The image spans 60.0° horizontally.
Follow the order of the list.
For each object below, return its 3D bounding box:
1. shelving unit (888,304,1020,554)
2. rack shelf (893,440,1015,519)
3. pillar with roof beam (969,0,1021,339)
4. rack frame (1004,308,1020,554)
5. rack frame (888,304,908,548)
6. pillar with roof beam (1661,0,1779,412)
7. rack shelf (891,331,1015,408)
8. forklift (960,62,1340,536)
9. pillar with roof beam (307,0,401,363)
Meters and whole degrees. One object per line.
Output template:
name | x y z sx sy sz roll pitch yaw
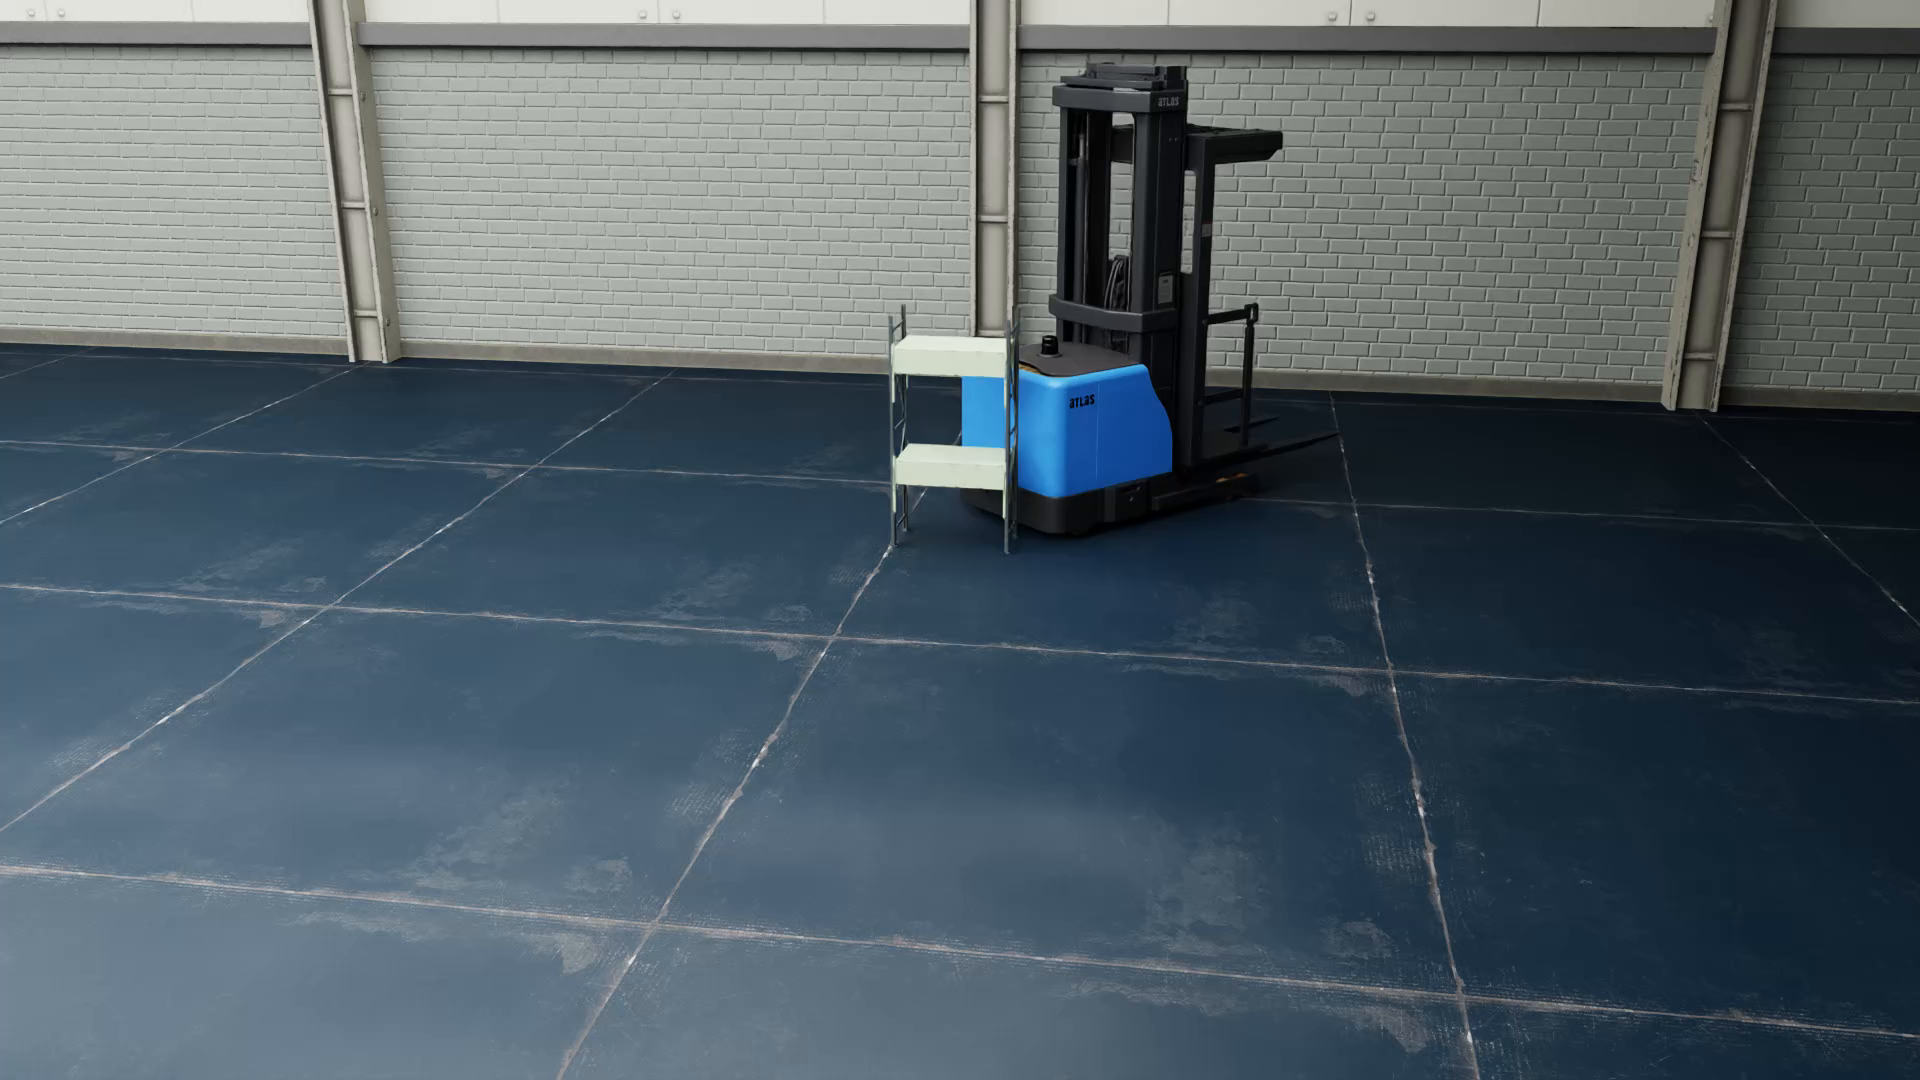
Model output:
shelving unit | -0.032 -0.704 10.543 0.755 1.500 0.431 3 19 10
rack shelf | -0.032 -0.395 10.646 0.720 0.370 0.431 3 19 10
pillar with roof beam | -0.381 -4.360 9.653 0.400 9.000 9.100 3 19 9
rack frame | 0.328 -0.683 10.480 0.023 1.500 0.400 3 19 10
rack frame | -0.392 -0.725 10.606 0.023 1.500 0.400 3 19 10
pillar with roof beam | 5.543 -4.058 8.751 0.400 9.000 9.100 3 19 9
rack shelf | -0.032 -1.074 10.419 0.720 0.370 0.431 3 19 10
forklift | 1.469 -1.775 11.489 3.031 2.935 1.130 -14 23 -36
pillar with roof beam | -6.305 -4.662 10.556 0.400 9.000 9.100 3 19 9
